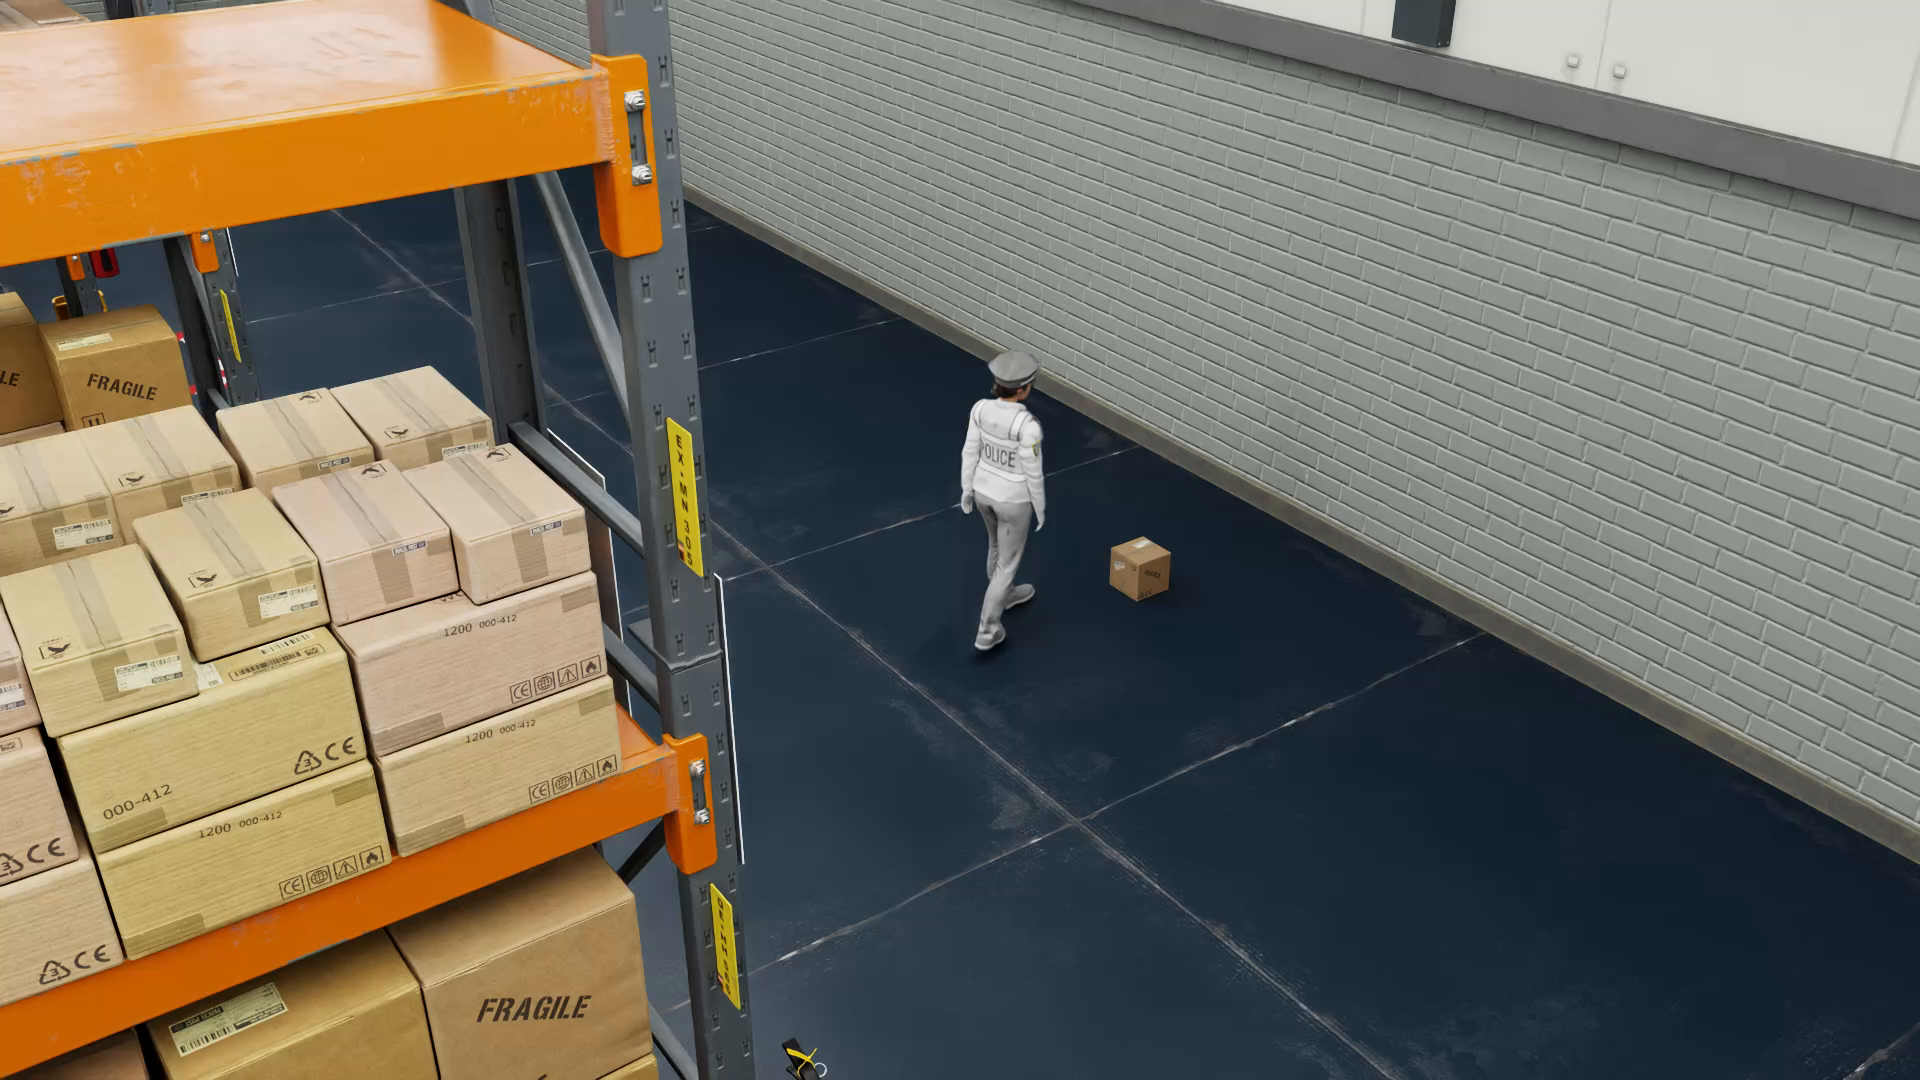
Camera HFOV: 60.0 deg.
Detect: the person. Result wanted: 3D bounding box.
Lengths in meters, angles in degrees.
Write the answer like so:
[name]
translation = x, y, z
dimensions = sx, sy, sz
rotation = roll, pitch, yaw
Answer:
[person]
translation = 0.262, -0.243, 9.090
dimensions = 0.507, 1.647, 0.716
rotation = 24, 37, 36
